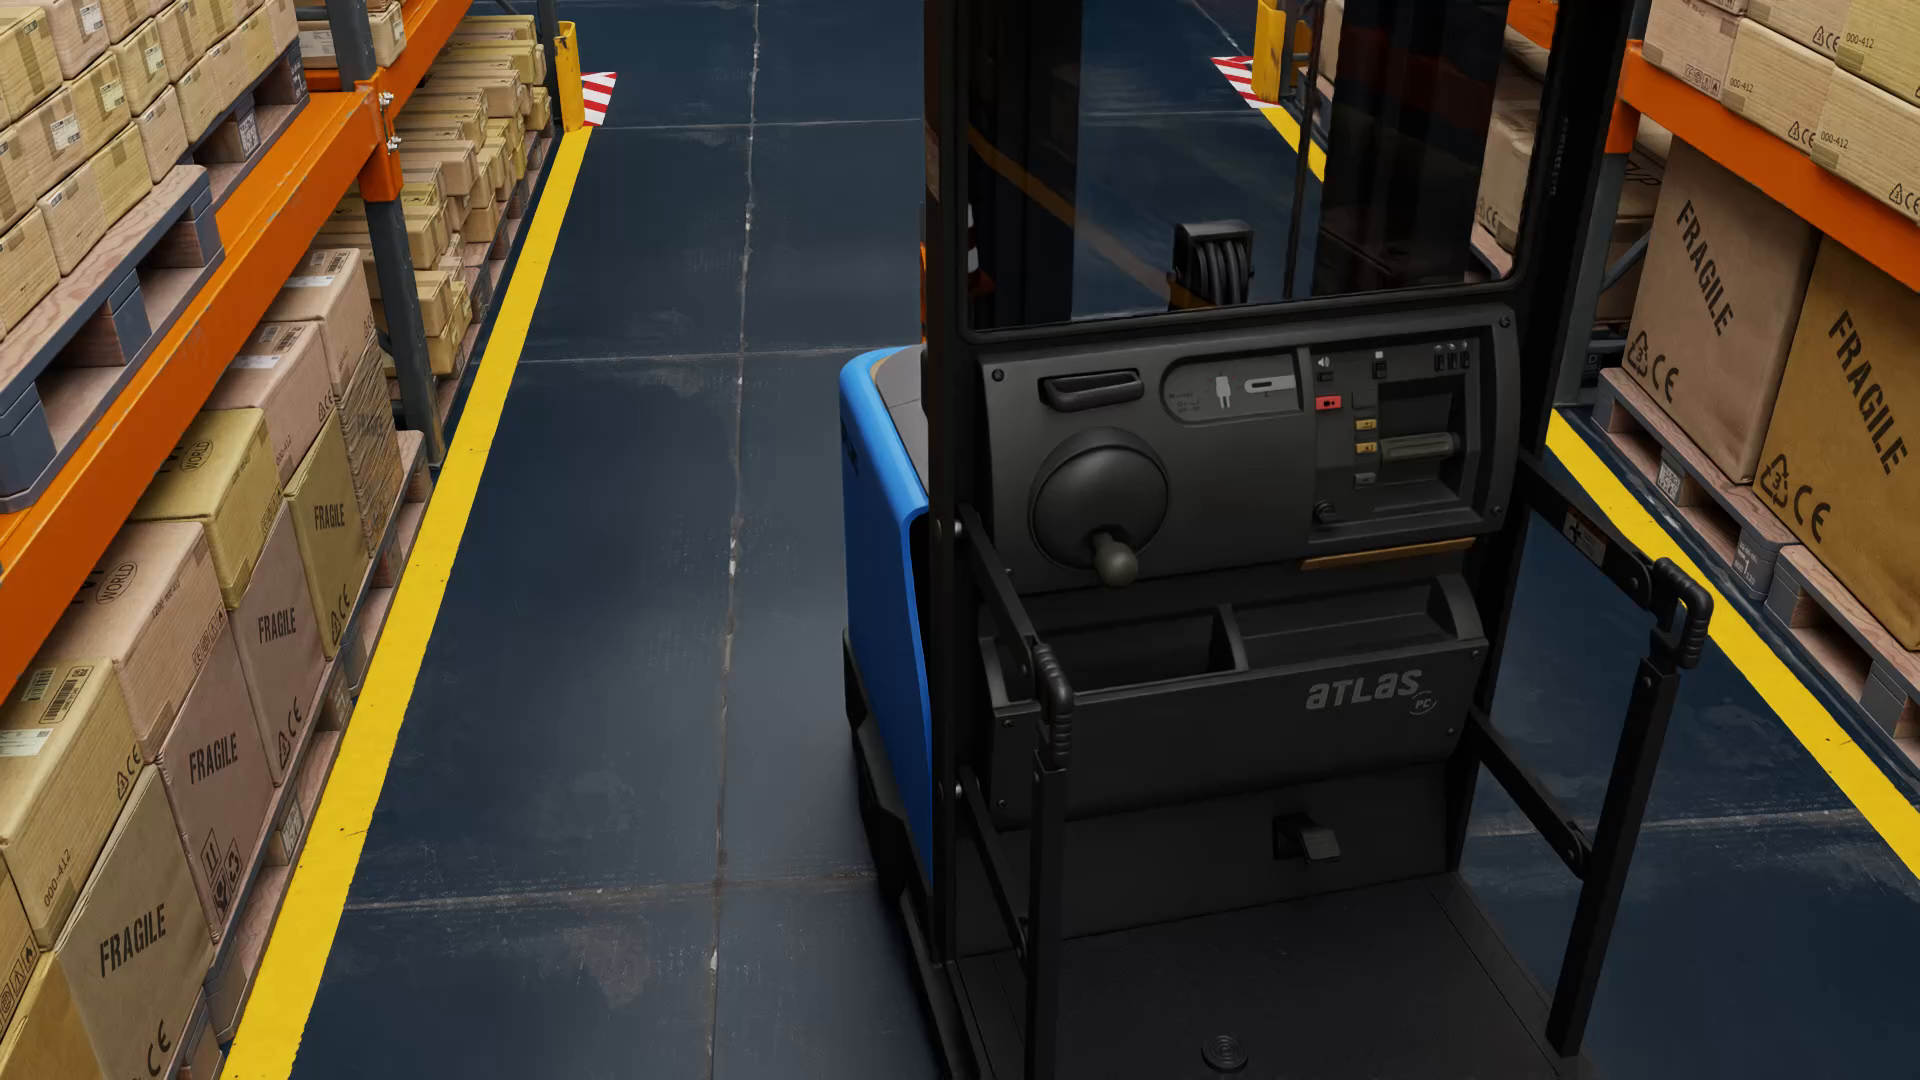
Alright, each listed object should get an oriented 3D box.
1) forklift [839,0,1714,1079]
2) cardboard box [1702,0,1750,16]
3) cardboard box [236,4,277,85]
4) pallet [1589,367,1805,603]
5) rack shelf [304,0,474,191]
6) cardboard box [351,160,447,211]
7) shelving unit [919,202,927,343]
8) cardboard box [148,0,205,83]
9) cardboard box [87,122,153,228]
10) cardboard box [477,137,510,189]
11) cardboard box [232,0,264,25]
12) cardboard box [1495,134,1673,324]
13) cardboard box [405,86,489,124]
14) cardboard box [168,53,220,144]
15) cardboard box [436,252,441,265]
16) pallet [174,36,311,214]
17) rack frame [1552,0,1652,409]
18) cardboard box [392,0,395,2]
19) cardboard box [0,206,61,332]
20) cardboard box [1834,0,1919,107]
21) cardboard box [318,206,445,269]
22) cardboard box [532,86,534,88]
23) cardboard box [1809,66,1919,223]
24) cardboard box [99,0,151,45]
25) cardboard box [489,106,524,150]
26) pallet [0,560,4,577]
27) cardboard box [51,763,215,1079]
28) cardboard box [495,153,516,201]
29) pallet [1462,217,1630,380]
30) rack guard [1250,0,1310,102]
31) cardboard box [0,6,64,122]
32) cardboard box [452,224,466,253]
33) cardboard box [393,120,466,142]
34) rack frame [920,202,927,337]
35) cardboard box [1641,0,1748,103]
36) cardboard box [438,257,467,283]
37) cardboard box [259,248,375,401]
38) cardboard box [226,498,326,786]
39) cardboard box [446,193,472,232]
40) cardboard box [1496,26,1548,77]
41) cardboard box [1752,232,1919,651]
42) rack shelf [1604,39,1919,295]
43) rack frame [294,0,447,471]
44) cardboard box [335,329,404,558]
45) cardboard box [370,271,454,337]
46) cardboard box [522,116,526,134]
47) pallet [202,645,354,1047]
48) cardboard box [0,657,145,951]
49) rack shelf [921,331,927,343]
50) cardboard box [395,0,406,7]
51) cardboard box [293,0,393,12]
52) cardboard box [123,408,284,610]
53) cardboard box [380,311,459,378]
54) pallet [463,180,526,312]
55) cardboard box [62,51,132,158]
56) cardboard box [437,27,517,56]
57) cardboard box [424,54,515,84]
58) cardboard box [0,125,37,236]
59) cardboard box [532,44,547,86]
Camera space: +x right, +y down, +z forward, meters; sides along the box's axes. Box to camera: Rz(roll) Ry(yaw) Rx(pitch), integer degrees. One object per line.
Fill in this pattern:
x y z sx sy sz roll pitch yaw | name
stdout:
0.546 -0.105 2.567 1.130 2.935 3.031 -7 32 -12 | forklift
2.411 -1.734 4.887 0.500 0.250 0.500 -4 31 -6 | cardboard box
-2.009 -1.280 4.303 0.380 0.149 0.250 -3 31 -4 | cardboard box
2.798 -0.235 5.437 1.003 0.211 1.213 -3 31 -5 | pallet
-2.455 -2.245 6.786 1.077 0.370 4.000 -3 31 -5 | rack shelf
-2.180 -1.333 6.347 0.380 0.149 0.250 -4 31 -6 | cardboard box
-0.005 -0.478 5.027 0.215 1.050 0.252 -3 31 -5 | shelving unit
-1.958 -1.139 3.777 0.380 0.149 0.250 -4 31 -6 | cardboard box
-1.909 -0.747 3.412 0.380 0.149 0.250 -1 31 -2 | cardboard box
-2.138 -1.604 7.090 0.380 0.149 0.250 -2 31 -4 | cardboard box
-2.008 -1.405 4.223 0.380 0.149 0.250 -3 31 -4 | cardboard box
2.699 -1.228 6.470 0.875 0.438 0.875 -3 31 -5 | cardboard box
-2.267 -1.862 7.233 0.380 0.149 0.250 -4 31 -6 | cardboard box
-1.964 -1.024 3.875 0.380 0.149 0.250 -4 31 -7 | cardboard box
-2.155 -1.065 6.189 0.380 0.149 0.250 -3 31 -5 | cardboard box
-2.341 -1.054 4.276 1.003 0.211 1.213 -3 31 -5 | pallet
2.651 -1.822 5.375 1.000 3.000 0.127 -3 31 -5 | rack frame
-2.067 -1.714 5.439 0.380 0.149 0.250 -2 31 -3 | cardboard box
-1.861 -0.478 2.961 0.380 0.149 0.250 -2 31 -4 | cardboard box
2.509 -1.210 4.010 0.500 0.250 0.500 -2 31 -4 | cardboard box
-2.061 -1.074 5.914 0.380 0.149 0.250 -1 31 -2 | cardboard box
-2.385 -2.273 8.501 0.380 0.149 0.250 -2 31 -4 | cardboard box
2.511 -0.994 4.135 0.500 0.250 0.500 -3 31 -5 | cardboard box
-1.944 -1.137 3.483 0.380 0.149 0.250 -4 31 -6 | cardboard box
-2.197 -1.875 7.544 0.380 0.149 0.250 -2 31 -4 | cardboard box
-2.067 0.233 2.123 1.213 0.211 1.003 -3 31 -5 | pallet
-1.757 0.772 3.061 0.500 0.500 0.500 -2 31 -4 | cardboard box
-2.193 -1.614 7.398 0.380 0.149 0.250 -2 31 -4 | cardboard box
2.658 -1.017 6.747 1.003 0.211 1.213 -3 31 -5 | pallet
2.275 -2.803 9.456 1.175 0.500 0.348 -3 31 -5 | rack guard
-1.888 -0.863 3.024 0.380 0.149 0.250 -3 31 -5 | cardboard box
-2.215 -1.214 6.728 0.380 0.149 0.250 -4 31 -7 | cardboard box
-2.230 -1.602 6.798 0.380 0.149 0.250 -4 31 -7 | cardboard box
-0.016 -0.540 5.131 0.200 1.050 0.008 -3 31 -5 | rack frame
2.429 -1.520 5.016 0.500 0.250 0.500 -3 31 -6 | cardboard box
-2.082 -0.951 6.288 0.380 0.149 0.250 -3 31 -5 | cardboard box
-1.947 -0.594 4.616 0.500 0.250 0.500 -4 31 -6 | cardboard box
-1.857 0.249 3.935 0.500 0.500 0.500 -3 31 -6 | cardboard box
-2.179 -1.345 6.657 0.380 0.149 0.250 -1 31 -2 | cardboard box
2.532 -2.146 8.006 0.875 0.438 0.875 -2 31 -3 | cardboard box
2.881 -0.317 4.517 0.875 0.875 0.875 -2 31 -3 | cardboard box
2.838 -0.492 3.850 1.077 0.370 4.000 -3 31 -5 | rack shelf
-2.268 -1.533 4.892 1.000 3.000 0.127 -3 31 -5 | rack frame
-1.948 -0.275 4.813 0.500 0.500 0.500 -3 31 -6 | cardboard box
-1.983 -0.818 5.774 0.380 0.149 0.250 -1 31 -2 | cardboard box
-2.321 -2.008 8.057 0.380 0.149 0.250 -3 31 -5 | cardboard box
-2.077 0.686 3.896 1.003 0.211 1.213 -3 31 -5 | pallet
-1.765 0.457 2.856 0.500 0.250 0.500 -3 31 -5 | cardboard box
-0.005 -0.469 5.032 0.215 0.259 0.240 -3 31 -5 | rack shelf
-2.163 -1.987 5.896 0.380 0.149 0.250 -4 31 -7 | cardboard box
-2.063 -1.969 5.233 0.500 0.500 0.500 -3 31 -5 | cardboard box
-1.848 -0.062 3.725 0.500 0.250 0.500 -4 31 -7 | cardboard box
-1.982 -0.691 5.852 0.380 0.149 0.250 -4 31 -7 | cardboard box
-2.483 -1.302 7.223 1.003 0.211 1.213 -3 31 -5 | pallet
-1.907 -0.867 3.321 0.380 0.149 0.250 -3 31 -4 | cardboard box
-2.374 -2.398 8.130 0.380 0.149 0.250 -2 31 -4 | cardboard box
-2.262 -2.137 7.692 0.380 0.149 0.250 -4 31 -7 | cardboard box
-1.861 -0.605 2.883 0.380 0.149 0.250 -3 31 -5 | cardboard box
-2.308 -2.404 8.430 0.380 0.149 0.250 -4 31 -6 | cardboard box
